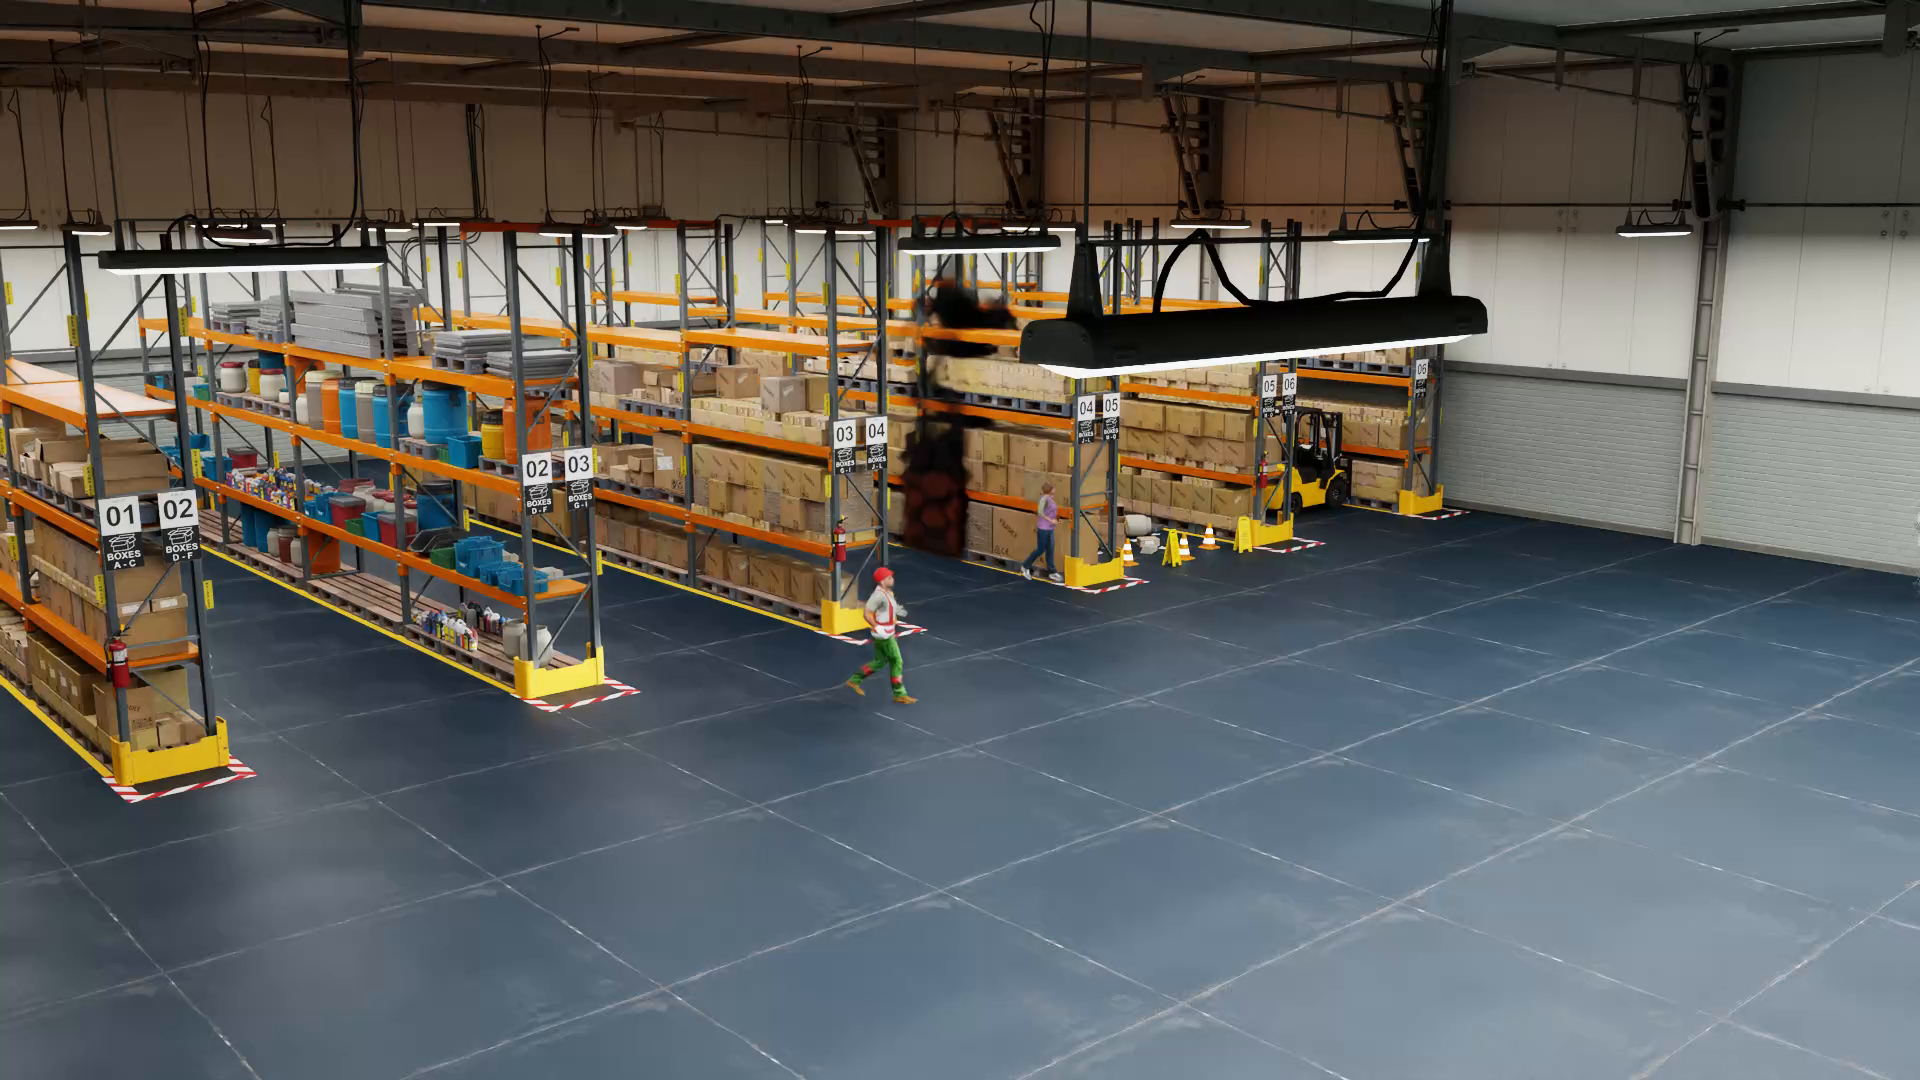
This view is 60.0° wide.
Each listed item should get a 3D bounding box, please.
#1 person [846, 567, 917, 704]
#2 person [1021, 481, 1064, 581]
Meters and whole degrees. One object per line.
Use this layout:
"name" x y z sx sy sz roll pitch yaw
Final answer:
"person" -1.015 1.218 21.316 0.923 1.796 0.638 -1 11 -3
"person" 1.407 -0.163 27.213 0.728 1.608 0.594 5 12 22
